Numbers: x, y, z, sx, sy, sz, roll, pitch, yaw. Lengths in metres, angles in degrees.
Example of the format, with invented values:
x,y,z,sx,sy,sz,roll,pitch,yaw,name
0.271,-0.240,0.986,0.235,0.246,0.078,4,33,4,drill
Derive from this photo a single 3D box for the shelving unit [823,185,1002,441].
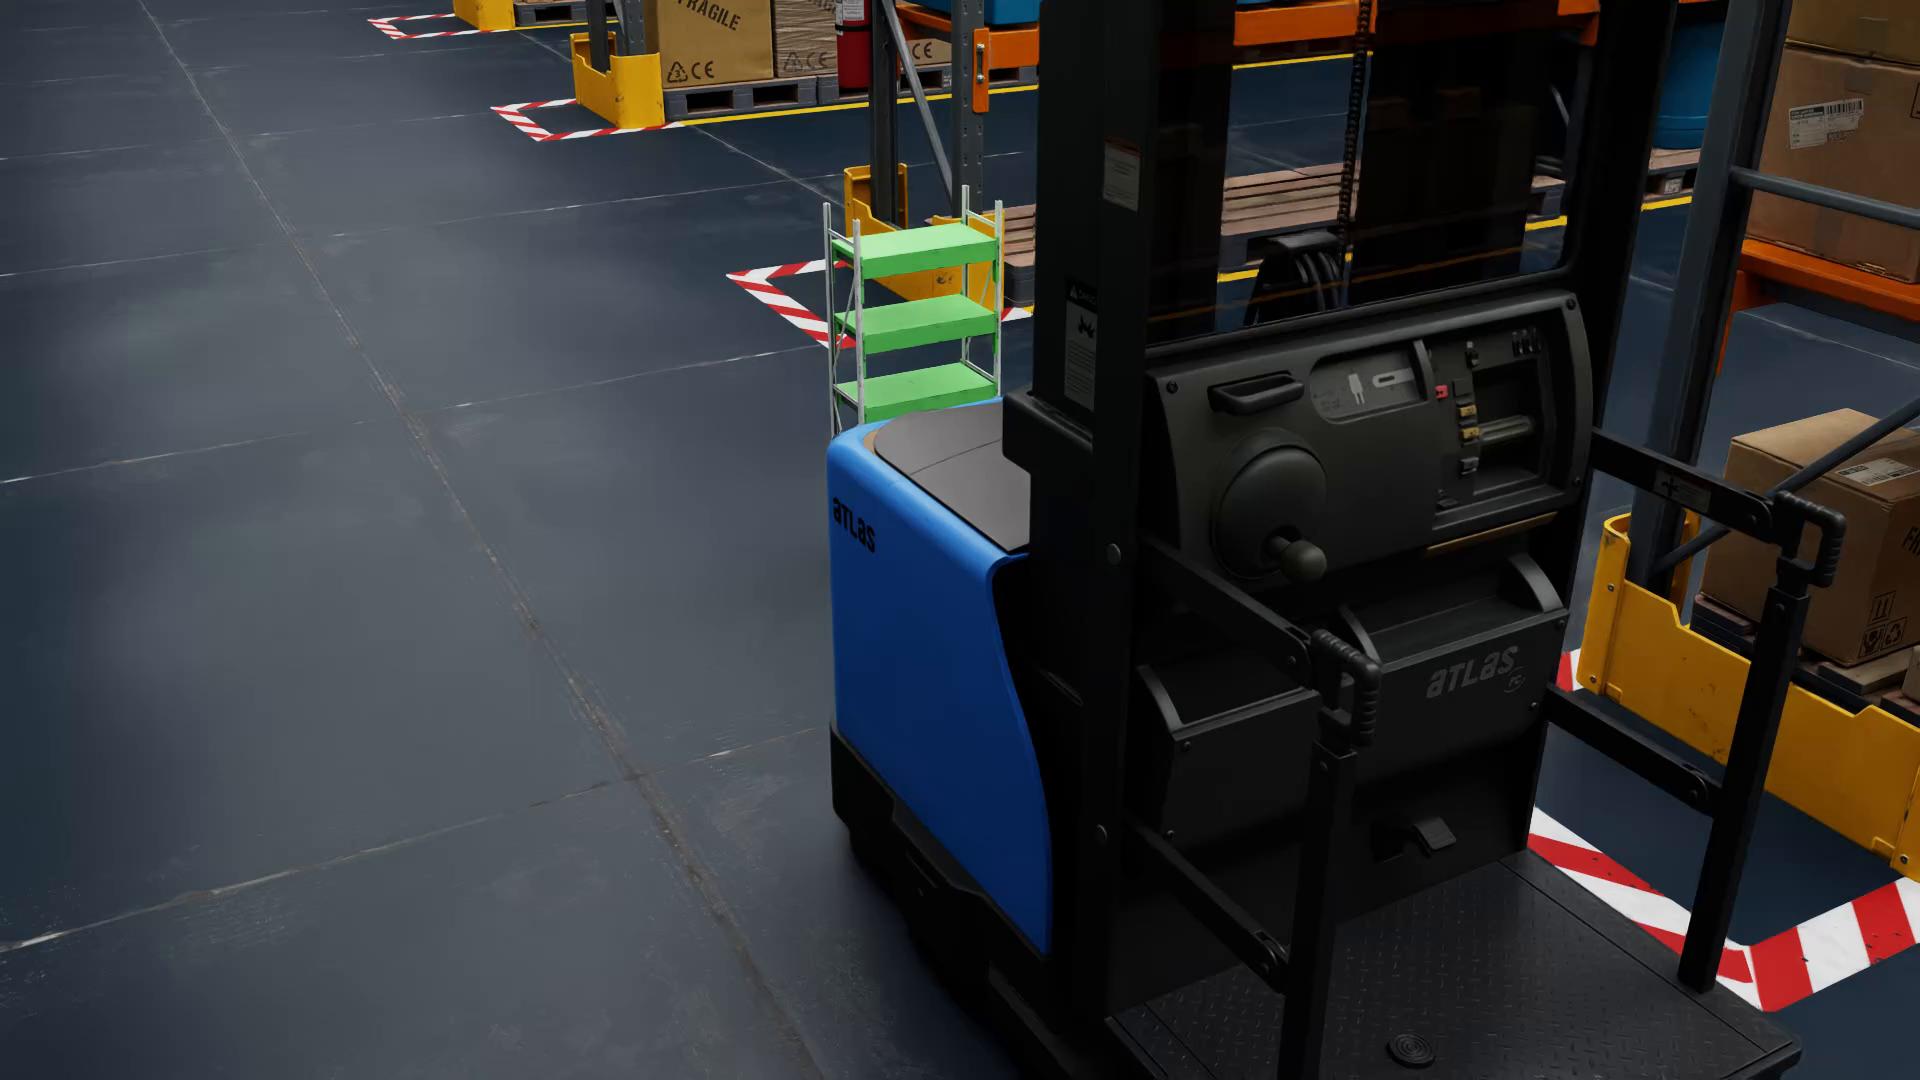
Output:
x,y,z,sx,sy,sz,roll,pitch,yaw,name
-0.146,-0.507,5.420,0.503,1.200,0.258,-13,29,-25,shelving unit

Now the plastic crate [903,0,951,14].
x,y,z,sx,sy,sz,roll,pitch,yaw,name
0.029,-2.821,8.049,0.499,0.435,0.616,-13,29,-25,plastic crate

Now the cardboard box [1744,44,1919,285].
x,y,z,sx,sy,sz,roll,pitch,yaw,name
2.416,-0.986,4.222,0.500,0.500,0.500,-12,28,-24,cardboard box

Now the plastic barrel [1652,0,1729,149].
x,y,z,sx,sy,sz,roll,pitch,yaw,name
4.464,-2.945,10.357,0.708,0.901,0.600,-13,29,-25,plastic barrel

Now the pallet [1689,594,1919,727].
x,y,z,sx,sy,sz,roll,pitch,yaw,name
2.919,0.333,4.812,1.213,0.211,1.003,-13,29,-25,pallet

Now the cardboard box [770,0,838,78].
x,y,z,sx,sy,sz,roll,pitch,yaw,name
-1.179,-4.107,12.809,0.875,0.875,0.875,-13,29,-25,cardboard box

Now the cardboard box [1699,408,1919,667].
x,y,z,sx,sy,sz,roll,pitch,yaw,name
2.513,-0.022,4.710,0.500,0.500,0.500,-13,29,-25,cardboard box

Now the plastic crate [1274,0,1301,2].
x,y,z,sx,sy,sz,roll,pitch,yaw,name
1.621,-2.844,8.331,0.300,0.233,0.416,-13,29,-25,plastic crate

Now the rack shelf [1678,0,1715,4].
x,y,z,sx,sy,sz,roll,pitch,yaw,name
5.116,-3.536,10.480,4.000,0.370,1.077,-13,29,-25,rack shelf

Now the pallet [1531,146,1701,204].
x,y,z,sx,sy,sz,roll,pitch,yaw,name
4.052,-2.337,10.374,1.213,0.211,1.003,-13,29,-25,pallet

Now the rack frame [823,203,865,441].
x,y,z,sx,sy,sz,roll,pitch,yaw,name
-0.361,-0.457,5.317,0.015,1.200,0.240,-13,29,-25,rack frame

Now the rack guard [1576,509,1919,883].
x,y,z,sx,sy,sz,roll,pitch,yaw,name
2.216,0.366,4.411,0.348,0.500,1.175,-13,29,-25,rack guard

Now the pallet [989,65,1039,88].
x,y,z,sx,sy,sz,roll,pitch,yaw,name
0.313,-3.962,13.759,1.213,0.211,1.003,-13,29,-25,pallet

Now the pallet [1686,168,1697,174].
x,y,z,sx,sy,sz,roll,pitch,yaw,name
5.129,-2.587,10.895,1.213,0.211,1.003,-13,29,-25,pallet

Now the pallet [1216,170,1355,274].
x,y,z,sx,sy,sz,roll,pitch,yaw,name
1.643,-1.781,9.215,1.213,0.211,1.003,-13,29,-25,pallet

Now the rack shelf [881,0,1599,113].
x,y,z,sx,sy,sz,roll,pitch,yaw,name
1.586,-2.721,8.783,4.000,0.370,1.077,-13,29,-25,rack shelf

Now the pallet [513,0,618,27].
x,y,z,sx,sy,sz,roll,pitch,yaw,name
-3.953,-5.355,16.659,1.213,0.211,1.003,-13,29,-25,pallet

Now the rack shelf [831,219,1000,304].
x,y,z,sx,sy,sz,roll,pitch,yaw,name
-0.146,-0.882,5.240,0.480,0.148,0.258,-13,29,-25,rack shelf

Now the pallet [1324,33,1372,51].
x,y,z,sx,sy,sz,roll,pitch,yaw,name
3.819,-4.770,15.441,1.213,0.211,1.003,-13,29,-25,pallet

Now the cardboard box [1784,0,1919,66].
x,y,z,sx,sy,sz,roll,pitch,yaw,name
2.413,-1.437,4.007,0.500,0.500,0.500,-13,29,-26,cardboard box

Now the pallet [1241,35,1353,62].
x,y,z,sx,sy,sz,roll,pitch,yaw,name
2.744,-4.523,14.928,1.213,0.211,1.003,-13,29,-25,pallet

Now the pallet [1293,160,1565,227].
x,y,z,sx,sy,sz,roll,pitch,yaw,name
2.721,-2.031,9.737,1.213,0.211,1.003,-13,29,-25,pallet

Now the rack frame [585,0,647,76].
x,y,z,sx,sy,sz,roll,pitch,yaw,name
-2.509,-4.530,11.719,0.127,3.000,1.000,-13,29,-25,rack frame

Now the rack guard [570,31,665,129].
x,y,z,sx,sy,sz,roll,pitch,yaw,name
-2.530,-3.398,12.250,0.348,0.500,1.175,-13,29,-25,rack guard

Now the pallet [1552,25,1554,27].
x,y,z,sx,sy,sz,roll,pitch,yaw,name
5.240,-5.061,16.046,1.213,0.211,1.003,-13,29,-25,pallet

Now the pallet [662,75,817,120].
x,y,z,sx,sy,sz,roll,pitch,yaw,name
-1.840,-3.465,12.724,1.213,0.211,1.003,-13,29,-25,pallet

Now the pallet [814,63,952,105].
x,y,z,sx,sy,sz,roll,pitch,yaw,name
-0.765,-3.712,13.238,1.213,0.211,1.003,-13,29,-25,pallet

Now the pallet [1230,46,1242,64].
x,y,z,sx,sy,sz,roll,pitch,yaw,name
1.666,-4.273,14.406,1.213,0.211,1.003,-13,29,-25,pallet

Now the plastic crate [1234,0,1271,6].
x,y,z,sx,sy,sz,roll,pitch,yaw,name
1.356,-2.782,8.204,0.300,0.233,0.416,-13,29,-25,plastic crate

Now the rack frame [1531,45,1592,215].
x,y,z,sx,sy,sz,roll,pitch,yaw,name
3.351,-3.453,9.476,0.127,3.000,1.000,-13,29,-25,rack frame

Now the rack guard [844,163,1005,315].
x,y,z,sx,sy,sz,roll,pitch,yaw,name
-0.193,-1.501,8.300,0.348,0.500,1.175,-13,29,-25,rack guard

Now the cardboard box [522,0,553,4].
x,y,z,sx,sy,sz,roll,pitch,yaw,name
-4.141,-5.333,16.201,0.250,0.149,0.380,-12,28,-24,cardboard box

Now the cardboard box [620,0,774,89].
x,y,z,sx,sy,sz,roll,pitch,yaw,name
-1.982,-3.922,12.423,0.875,0.875,0.875,-13,29,-25,cardboard box

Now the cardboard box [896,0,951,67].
x,y,z,sx,sy,sz,roll,pitch,yaw,name
-0.394,-4.289,13.186,0.875,0.875,0.875,-13,29,-25,cardboard box

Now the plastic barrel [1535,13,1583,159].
x,y,z,sx,sy,sz,roll,pitch,yaw,name
3.839,-2.800,10.056,0.708,0.901,0.600,-13,29,-25,plastic barrel

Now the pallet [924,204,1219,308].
x,y,z,sx,sy,sz,roll,pitch,yaw,name
0.568,-1.534,8.702,1.213,0.211,1.003,-13,29,-25,pallet

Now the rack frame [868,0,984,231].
x,y,z,sx,sy,sz,roll,pitch,yaw,name
-0.178,-2.638,7.779,0.127,3.000,1.000,-13,29,-25,rack frame

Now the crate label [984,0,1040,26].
x,y,z,sx,sy,sz,roll,pitch,yaw,name
0.194,-2.514,7.645,0.303,0.233,0.416,-13,29,-25,crate label

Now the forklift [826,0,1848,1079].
x,y,z,sx,sy,sz,roll,pitch,yaw,name
0.835,-0.149,2.674,1.130,2.935,3.031,-14,29,-26,forklift

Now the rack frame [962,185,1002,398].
x,y,z,sx,sy,sz,roll,pitch,yaw,name
0.069,-0.557,5.524,0.015,1.200,0.240,-13,29,-25,rack frame

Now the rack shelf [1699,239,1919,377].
x,y,z,sx,sy,sz,roll,pitch,yaw,name
3.914,-0.829,4.841,4.000,0.370,1.077,-13,29,-25,rack shelf

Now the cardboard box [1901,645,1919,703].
x,y,z,sx,sy,sz,roll,pitch,yaw,name
2.680,0.387,4.263,0.250,0.149,0.380,-13,29,-25,cardboard box

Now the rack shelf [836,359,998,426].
x,y,z,sx,sy,sz,roll,pitch,yaw,name
-0.146,-0.450,5.448,0.480,0.148,0.258,-13,29,-25,rack shelf

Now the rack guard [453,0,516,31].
x,y,z,sx,sy,sz,roll,pitch,yaw,name
-4.687,-5.333,16.280,0.348,0.500,1.175,-13,29,-25,rack guard

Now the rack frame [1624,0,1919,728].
x,y,z,sx,sy,sz,roll,pitch,yaw,name
2.149,-0.746,3.837,0.127,3.000,1.000,-13,29,-25,rack frame

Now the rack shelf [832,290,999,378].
x,y,z,sx,sy,sz,roll,pitch,yaw,name
-0.146,-0.666,5.344,0.480,0.148,0.258,-13,29,-25,rack shelf

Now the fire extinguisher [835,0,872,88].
x,y,z,sx,sy,sz,roll,pitch,yaw,name
-0.525,-2.578,8.174,0.183,0.674,0.296,-13,29,-25,fire extinguisher
